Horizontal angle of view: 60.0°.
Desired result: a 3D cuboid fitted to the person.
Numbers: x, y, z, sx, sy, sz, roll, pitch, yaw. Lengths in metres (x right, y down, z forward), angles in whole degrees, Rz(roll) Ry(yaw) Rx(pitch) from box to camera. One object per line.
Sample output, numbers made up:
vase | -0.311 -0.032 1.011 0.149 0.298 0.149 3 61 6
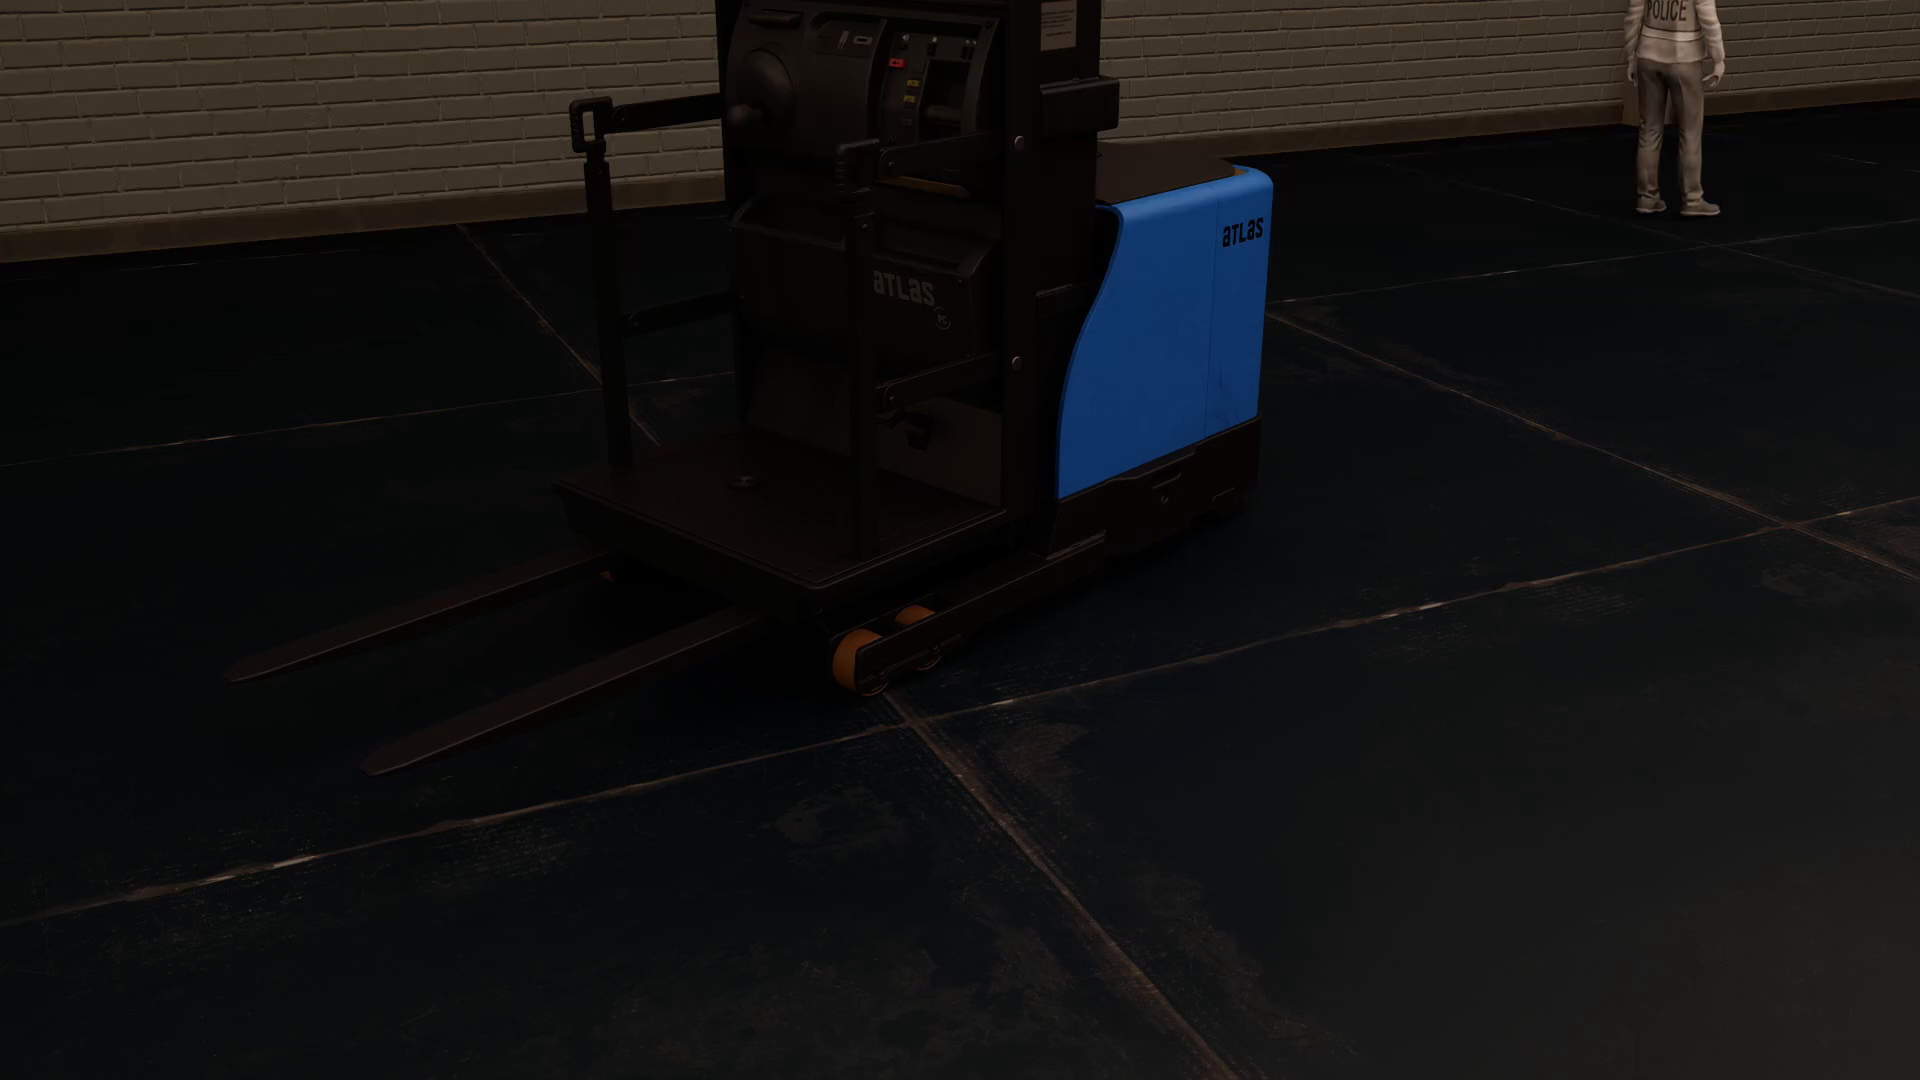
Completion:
person | 4.031 -2.686 9.344 0.532 1.694 0.586 -18 28 -36

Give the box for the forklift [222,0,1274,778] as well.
forklift | -0.413 -1.182 4.131 1.130 2.935 3.031 19 29 39
